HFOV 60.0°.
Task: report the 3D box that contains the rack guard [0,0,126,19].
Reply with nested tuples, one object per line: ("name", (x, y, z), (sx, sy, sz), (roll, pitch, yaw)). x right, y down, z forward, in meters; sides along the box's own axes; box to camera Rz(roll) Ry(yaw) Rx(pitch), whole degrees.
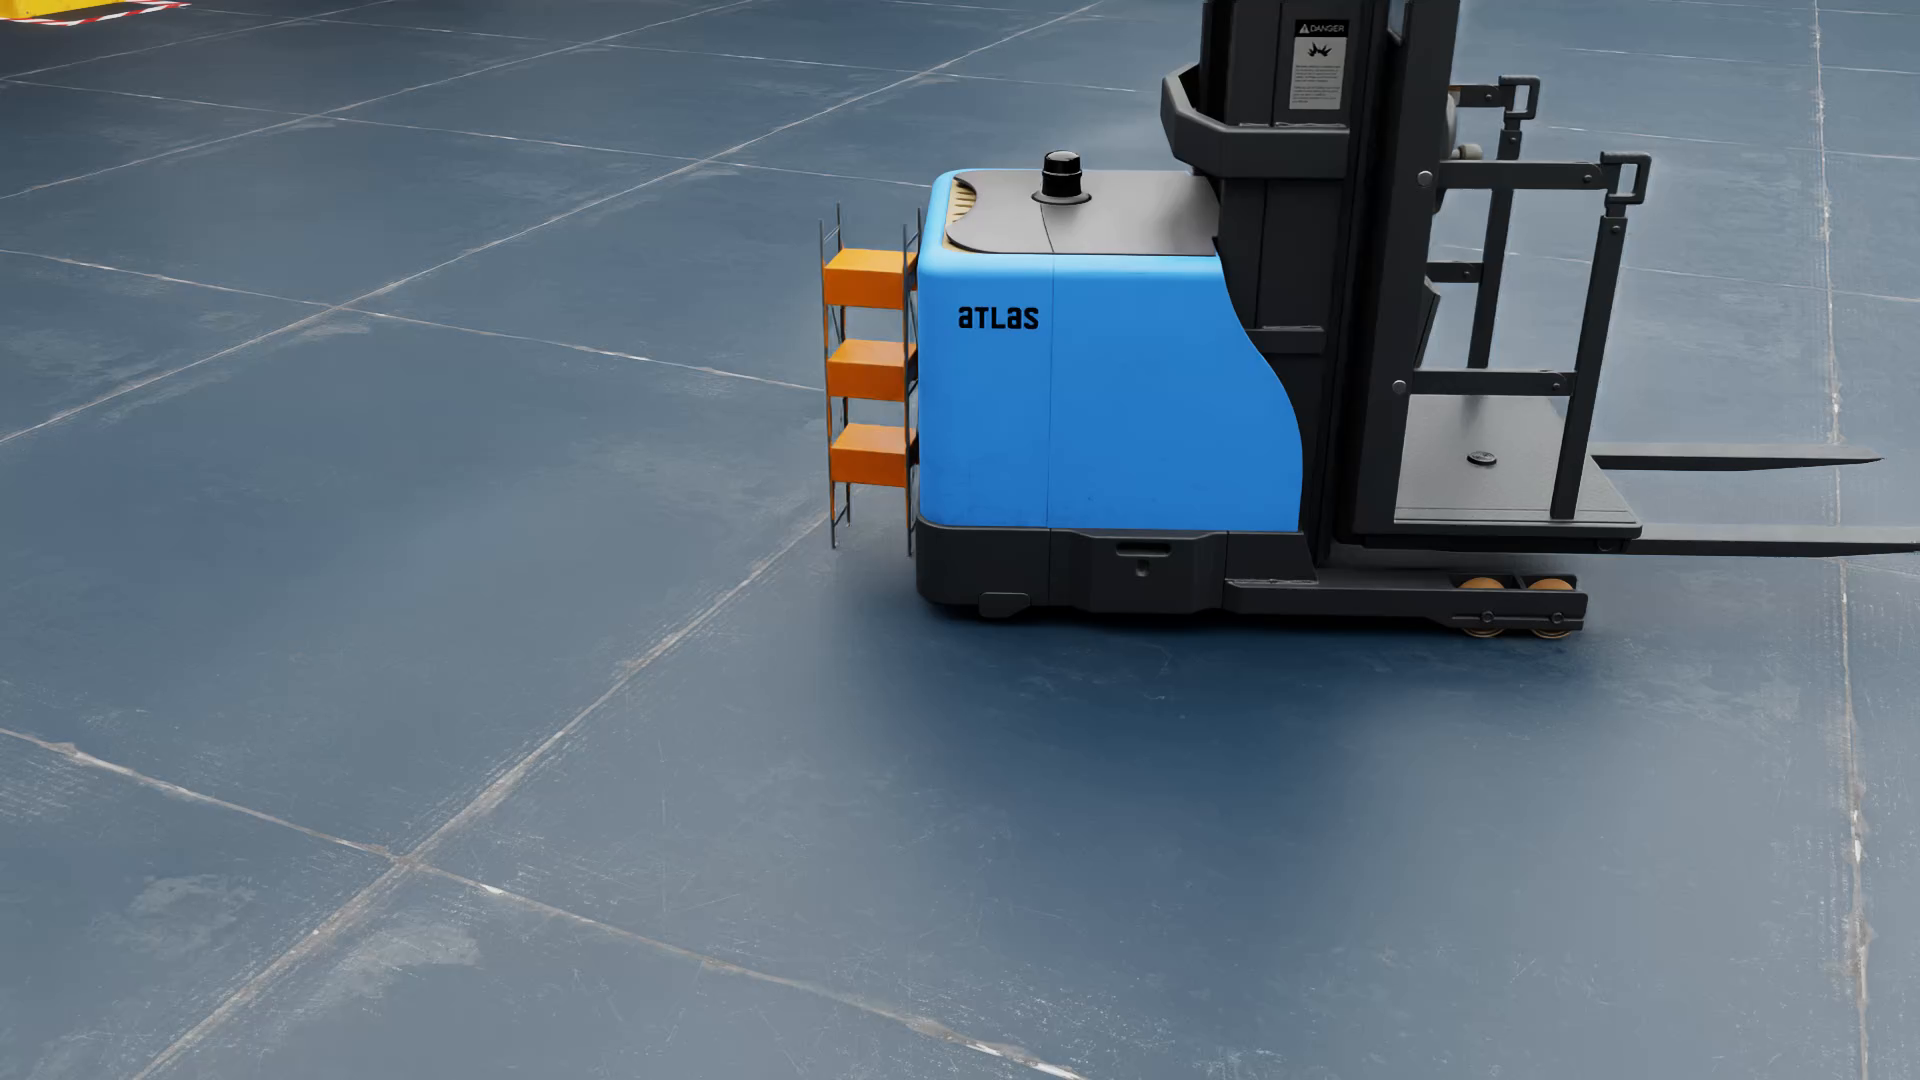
("rack guard", (-8.083, -5.011, 14.861), (0.348, 0.500, 1.175), (11, 28, 22))

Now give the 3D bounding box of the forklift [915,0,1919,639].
("forklift", (1.403, -1.277, 4.525), (3.031, 2.935, 1.130), (1, 26, 2))

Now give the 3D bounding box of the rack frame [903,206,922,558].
("rack frame", (-0.137, -0.459, 4.994), (0.008, 1.050, 0.200), (5, 27, 11))

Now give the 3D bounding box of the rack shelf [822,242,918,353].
("rack shelf", (-0.257, -0.716, 4.897), (0.240, 0.259, 0.215), (5, 27, 11))

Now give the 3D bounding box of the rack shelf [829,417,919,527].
("rack shelf", (-0.257, -0.212, 5.145), (0.240, 0.259, 0.215), (5, 27, 11))

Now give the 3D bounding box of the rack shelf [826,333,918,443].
("rack shelf", (-0.257, -0.461, 5.022), (0.240, 0.259, 0.215), (5, 27, 11))

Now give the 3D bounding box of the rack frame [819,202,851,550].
("rack frame", (-0.376, -0.482, 5.040), (0.008, 1.050, 0.200), (5, 27, 11))

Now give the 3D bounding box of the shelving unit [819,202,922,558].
("shelving unit", (-0.257, -0.471, 5.017), (0.252, 1.050, 0.215), (5, 27, 11))
